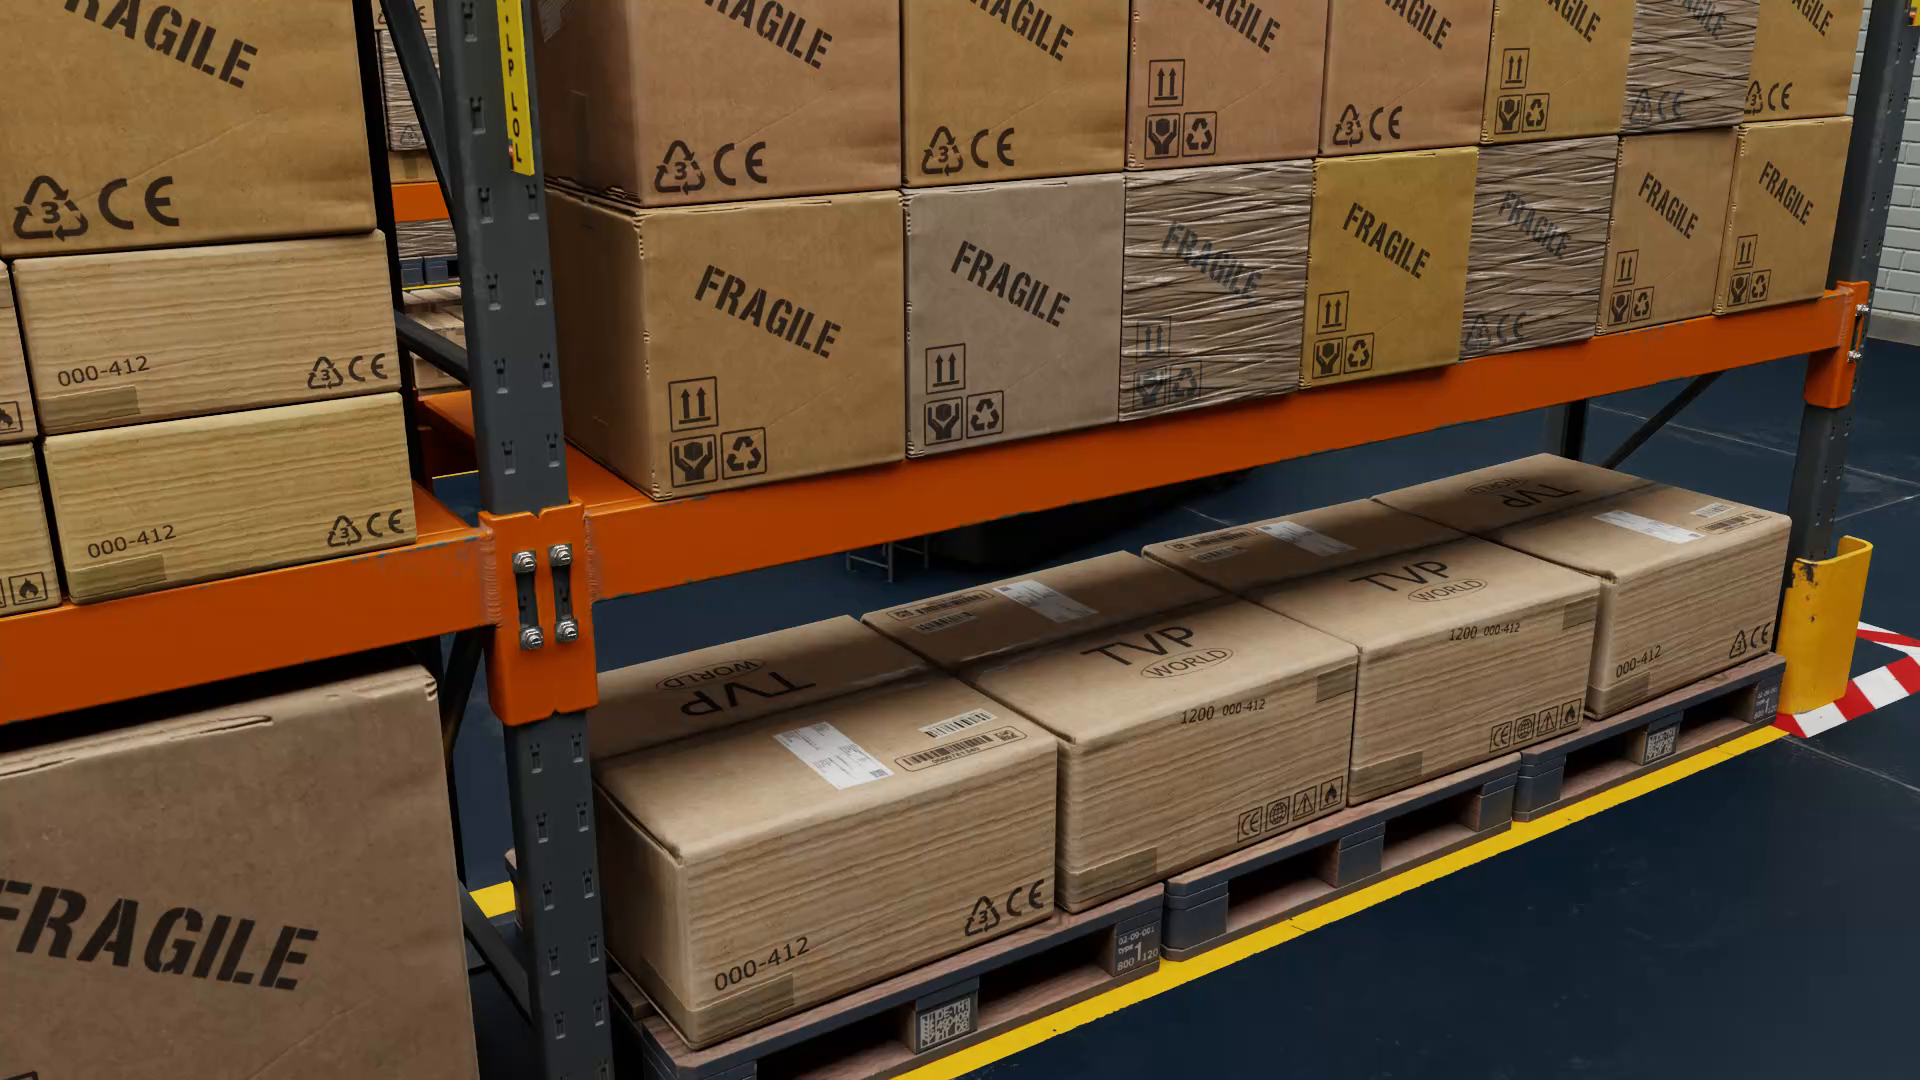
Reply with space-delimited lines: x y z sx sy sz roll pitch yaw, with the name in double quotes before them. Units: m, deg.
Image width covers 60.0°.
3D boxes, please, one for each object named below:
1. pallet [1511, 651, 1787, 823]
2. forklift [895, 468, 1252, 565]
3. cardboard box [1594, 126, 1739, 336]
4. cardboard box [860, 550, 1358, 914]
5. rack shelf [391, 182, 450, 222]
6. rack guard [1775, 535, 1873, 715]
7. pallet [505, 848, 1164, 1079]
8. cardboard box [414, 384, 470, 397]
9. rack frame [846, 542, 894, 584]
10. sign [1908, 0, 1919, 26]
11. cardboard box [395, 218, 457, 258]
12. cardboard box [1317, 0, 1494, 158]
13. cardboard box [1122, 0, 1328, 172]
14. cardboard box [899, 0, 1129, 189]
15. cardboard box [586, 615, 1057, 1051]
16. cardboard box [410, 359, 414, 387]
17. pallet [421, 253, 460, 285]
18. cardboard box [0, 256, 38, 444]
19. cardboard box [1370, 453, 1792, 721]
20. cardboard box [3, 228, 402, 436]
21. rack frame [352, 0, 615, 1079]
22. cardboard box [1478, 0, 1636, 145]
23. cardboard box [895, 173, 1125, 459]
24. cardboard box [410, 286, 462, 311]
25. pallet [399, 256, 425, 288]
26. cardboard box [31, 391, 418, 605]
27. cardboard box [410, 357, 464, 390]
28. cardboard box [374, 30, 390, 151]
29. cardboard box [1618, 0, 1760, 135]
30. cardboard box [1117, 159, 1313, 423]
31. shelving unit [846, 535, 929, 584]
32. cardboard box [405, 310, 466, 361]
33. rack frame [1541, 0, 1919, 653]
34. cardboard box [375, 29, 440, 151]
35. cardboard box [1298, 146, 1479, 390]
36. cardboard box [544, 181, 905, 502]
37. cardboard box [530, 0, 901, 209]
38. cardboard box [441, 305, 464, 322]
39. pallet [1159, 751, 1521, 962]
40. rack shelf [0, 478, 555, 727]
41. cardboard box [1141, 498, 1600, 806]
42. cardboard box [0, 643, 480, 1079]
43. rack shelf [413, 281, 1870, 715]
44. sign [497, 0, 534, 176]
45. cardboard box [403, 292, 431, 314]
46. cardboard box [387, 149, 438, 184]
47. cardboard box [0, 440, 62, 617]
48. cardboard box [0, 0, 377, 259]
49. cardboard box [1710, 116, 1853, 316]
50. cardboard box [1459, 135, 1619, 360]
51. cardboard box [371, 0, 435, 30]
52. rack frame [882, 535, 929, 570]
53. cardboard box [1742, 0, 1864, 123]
"pallet" 1.738 0.429 5.147 1.213 0.211 1.003 -12 22 -31
"forklift" 0.678 -1.696 7.184 1.130 2.935 3.031 15 24 37
"cardboard box" 1.678 -0.861 4.452 0.500 0.500 0.500 -12 22 -33
"cardboard box" 0.352 0.426 4.147 0.875 0.438 0.875 -13 22 -33
"rack shelf" -2.115 -1.667 8.116 4.000 0.370 1.077 -12 22 -31
"rack guard" 2.382 0.126 5.592 0.348 0.500 1.175 -12 22 -31
"pallet" -0.300 0.859 3.876 1.213 0.211 1.003 -12 22 -31
"cardboard box" -2.513 -0.702 7.932 0.250 0.149 0.380 -13 23 -34
"rack frame" -0.344 -0.286 6.186 0.240 0.900 0.006 15 24 37
"sign" 2.649 -1.567 4.519 0.005 0.325 0.100 -12 22 -31
"cardboard box" -4.339 -2.603 12.422 0.875 0.875 0.875 -12 22 -31
"cardboard box" 0.834 -1.152 3.752 0.500 0.500 0.500 -12 22 -32
"cardboard box" 0.412 -1.064 3.491 0.500 0.500 0.500 -11 22 -30
"cardboard box" -0.022 -0.977 3.233 0.500 0.500 0.500 -12 22 -32
"cardboard box" -0.395 0.584 3.680 0.875 0.438 0.875 -12 22 -32
"cardboard box" -2.734 -0.791 7.732 0.250 0.149 0.380 -13 23 -34
"pallet" -3.713 -2.222 12.987 1.213 0.211 1.003 -12 22 -31
"cardboard box" -1.626 -0.282 2.350 0.500 0.250 0.500 -11 22 -30
"cardboard box" 1.866 0.104 5.099 0.875 0.438 0.875 -13 23 -33
"cardboard box" -1.213 -0.372 2.617 0.500 0.250 0.500 -12 22 -31
"rack frame" -0.978 -0.349 3.095 0.127 3.000 1.000 -12 22 -31
"cardboard box" 1.255 -1.240 4.012 0.500 0.500 0.500 -12 22 -32
"cardboard box" -0.020 -0.497 3.375 0.500 0.500 0.500 -12 22 -31
"cardboard box" -2.582 -1.168 8.381 0.250 0.149 0.380 -13 23 -33
"pallet" -4.731 -2.008 12.356 1.213 0.211 1.003 -12 22 -31
"cardboard box" -1.214 -0.132 2.686 0.500 0.250 0.500 -13 22 -33
"cardboard box" -2.491 -0.833 7.857 0.250 0.149 0.380 -11 21 -29
"cardboard box" -2.824 -1.953 7.217 0.500 0.500 0.500 -12 22 -31
"cardboard box" 1.670 -1.326 4.267 0.500 0.500 0.500 -12 22 -31
"cardboard box" 0.399 -0.583 3.629 0.500 0.500 0.500 -12 22 -31
"shelving unit" -0.279 -0.311 6.260 0.258 0.900 0.210 15 24 37
"cardboard box" -2.474 -0.957 7.757 0.250 0.149 0.380 -11 22 -30
"rack frame" 2.362 -1.054 5.179 0.127 3.000 1.000 -12 22 -31
"cardboard box" -2.383 -2.032 7.451 0.500 0.500 0.500 -12 22 -33
"cardboard box" 0.829 -0.674 3.897 0.500 0.500 0.500 -11 22 -30
"cardboard box" -0.442 -0.409 3.116 0.500 0.500 0.500 -11 22 -30
"cardboard box" -0.448 -0.890 2.975 0.500 0.500 0.500 -12 22 -31
"cardboard box" -2.292 -1.027 7.965 0.250 0.149 0.380 -13 23 -34
"pallet" 0.720 0.642 4.515 1.213 0.211 1.003 -12 22 -31
"rack shelf" -2.649 0.344 2.168 4.000 0.370 1.077 -12 22 -31
"cardboard box" 1.106 0.267 4.615 0.875 0.438 0.875 -11 22 -30
"cardboard box" -1.452 0.589 2.981 0.875 0.875 0.875 -11 22 -30
"rack shelf" 0.692 -0.361 4.252 4.000 0.370 1.077 -12 22 -31
"sign" -0.672 -0.717 2.498 0.005 0.325 0.100 -12 22 -31
"cardboard box" -2.801 -1.117 8.231 0.250 0.149 0.380 -13 23 -34
"cardboard box" -2.523 -1.699 7.478 0.250 0.149 0.380 -11 22 -30
"cardboard box" -1.640 -0.042 2.421 0.500 0.250 0.500 -12 22 -32
"cardboard box" -1.213 -0.725 2.487 0.500 0.500 0.500 -11 22 -30
"cardboard box" 2.105 -0.946 4.702 0.500 0.500 0.500 -12 22 -31
"cardboard box" 1.253 -0.768 4.177 0.500 0.500 0.500 -11 22 -30
"cardboard box" -2.412 -2.508 7.297 0.500 0.500 0.500 -11 22 -31
"rack frame" -0.214 -0.336 6.334 0.240 0.900 0.006 15 24 37
"cardboard box" 2.091 -1.426 4.563 0.500 0.500 0.500 -11 22 -30
